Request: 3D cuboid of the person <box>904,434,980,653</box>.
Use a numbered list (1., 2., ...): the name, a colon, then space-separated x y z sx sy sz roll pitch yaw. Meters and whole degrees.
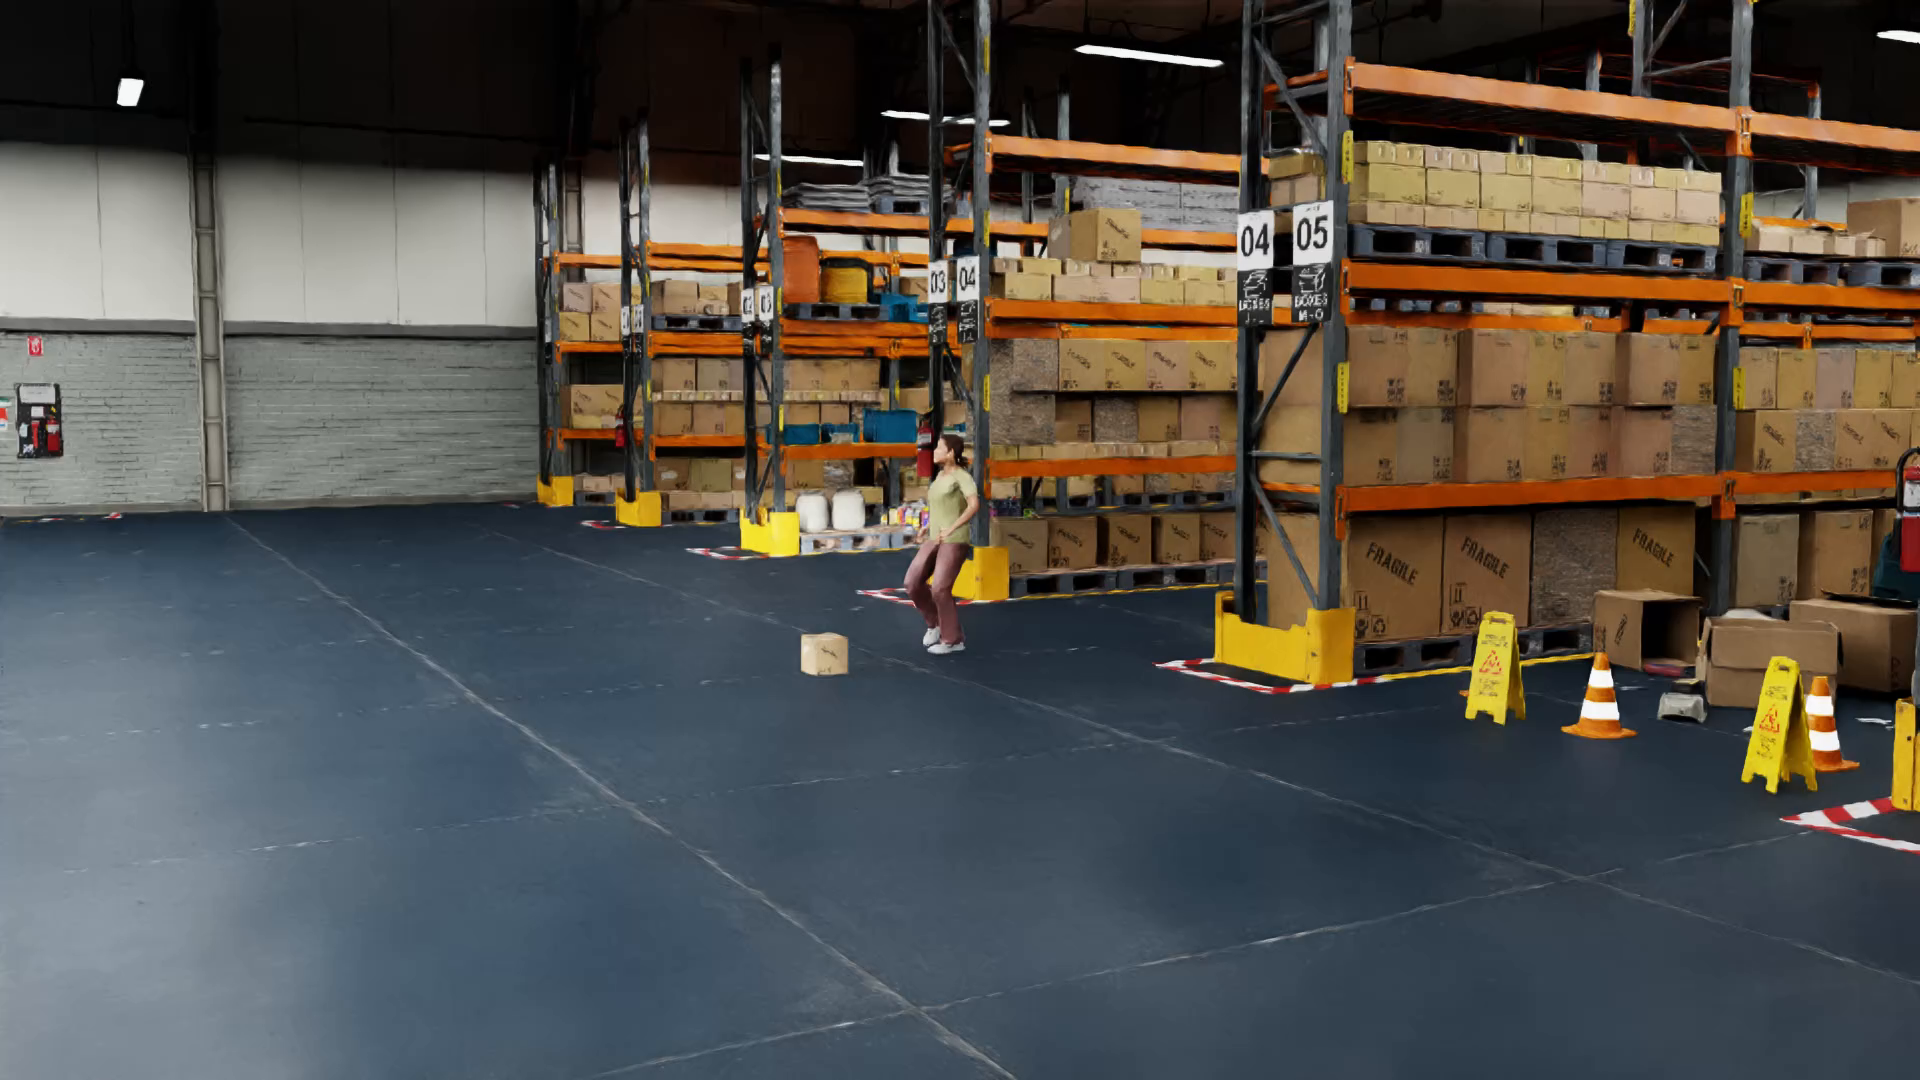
1. person: -0.118 0.033 12.346 0.488 1.631 0.616 -4 7 -38
